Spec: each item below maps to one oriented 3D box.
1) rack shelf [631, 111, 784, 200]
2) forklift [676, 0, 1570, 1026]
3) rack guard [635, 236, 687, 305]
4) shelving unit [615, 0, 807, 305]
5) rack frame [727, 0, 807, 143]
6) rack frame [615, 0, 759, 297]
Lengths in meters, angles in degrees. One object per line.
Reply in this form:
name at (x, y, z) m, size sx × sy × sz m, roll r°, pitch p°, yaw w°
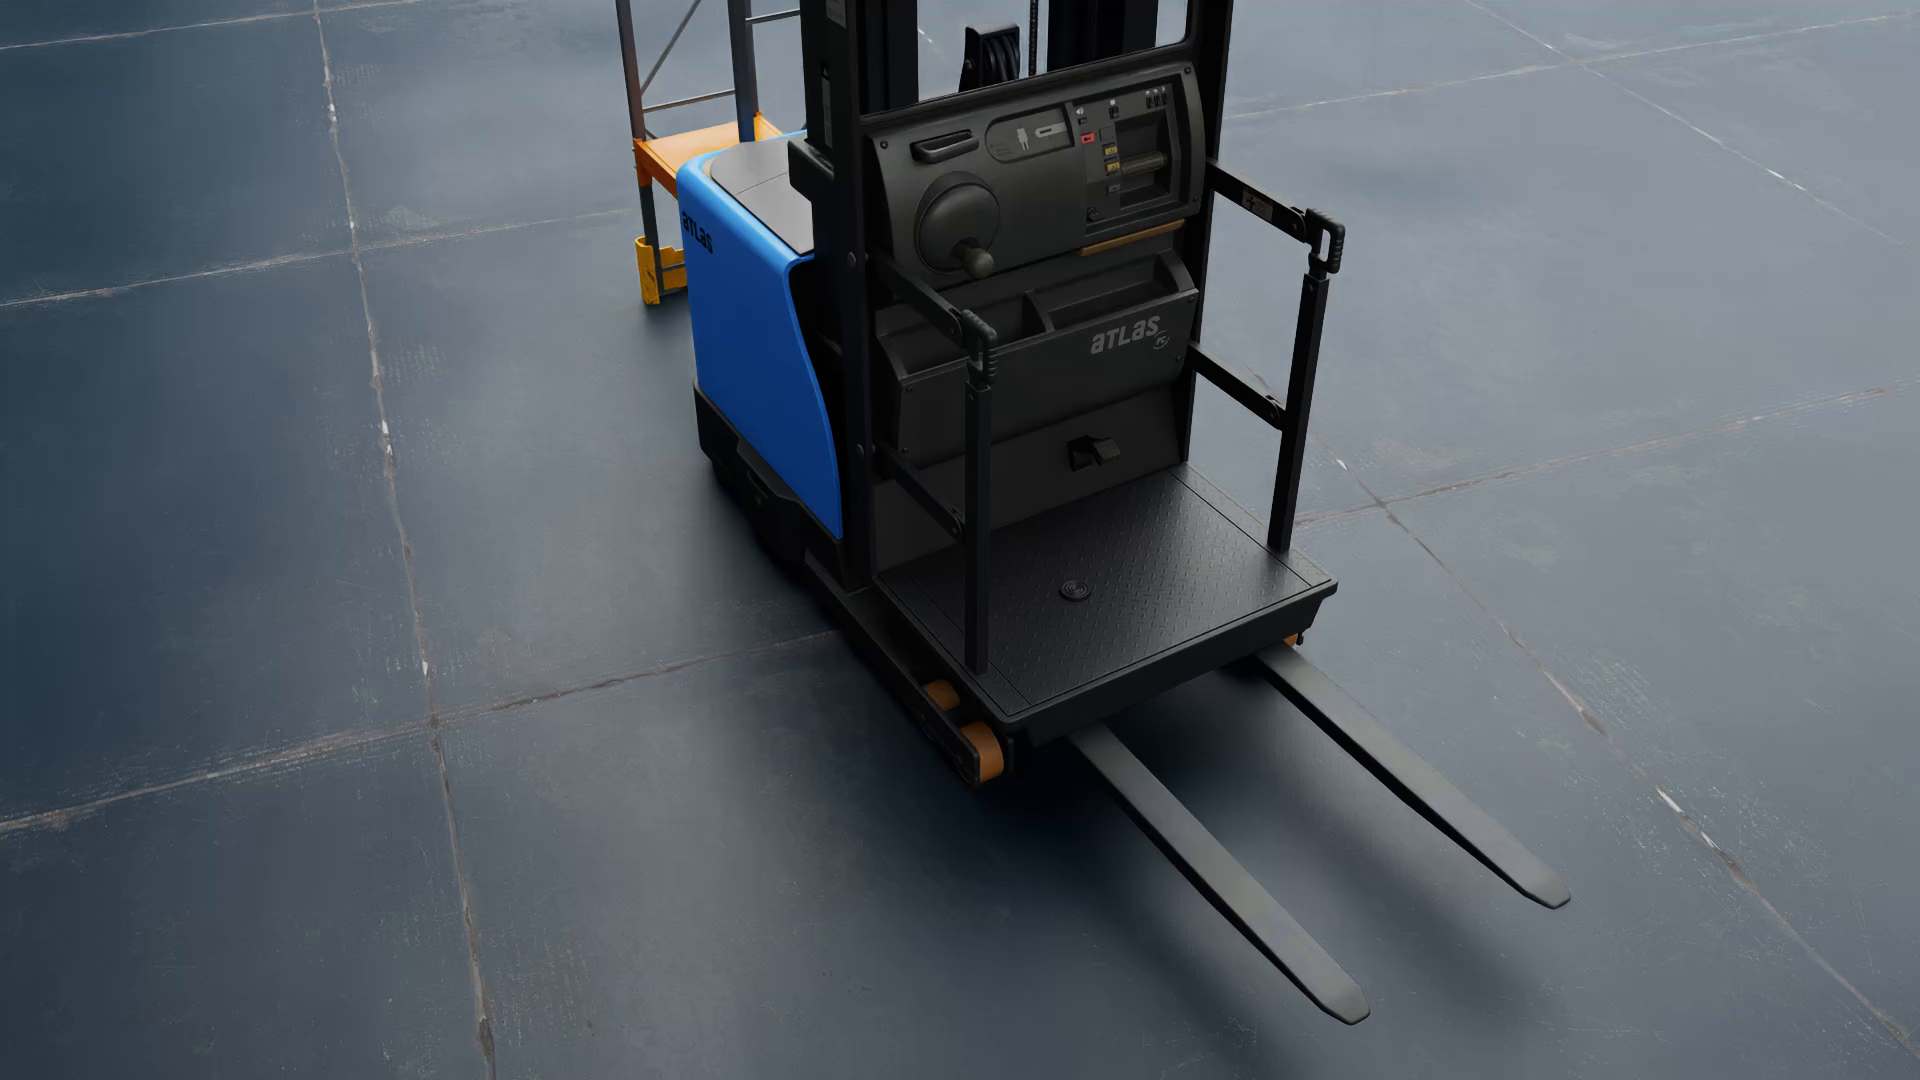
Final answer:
rack shelf at (-0.727, -1.221, 5.924) m, size 0.538 × 0.185 × 1.000 m, roll -19°, pitch 41°, yaw -24°
forklift at (0.325, -0.849, 3.941) m, size 1.130 × 2.935 × 3.031 m, roll -20°, pitch 41°, yaw -25°
rack guard at (-0.975, -1.119, 6.528) m, size 0.587 × 0.250 × 0.087 m, roll -19°, pitch 41°, yaw -24°
shelving unit at (-0.723, -1.360, 5.809) m, size 0.587 × 1.500 × 1.083 m, roll -19°, pitch 41°, yaw -24°
rack frame at (-0.470, -1.101, 5.465) m, size 0.500 × 1.500 × 0.032 m, roll -19°, pitch 41°, yaw -24°
rack frame at (-0.985, -1.628, 6.165) m, size 0.500 × 1.500 × 0.032 m, roll -19°, pitch 41°, yaw -24°
